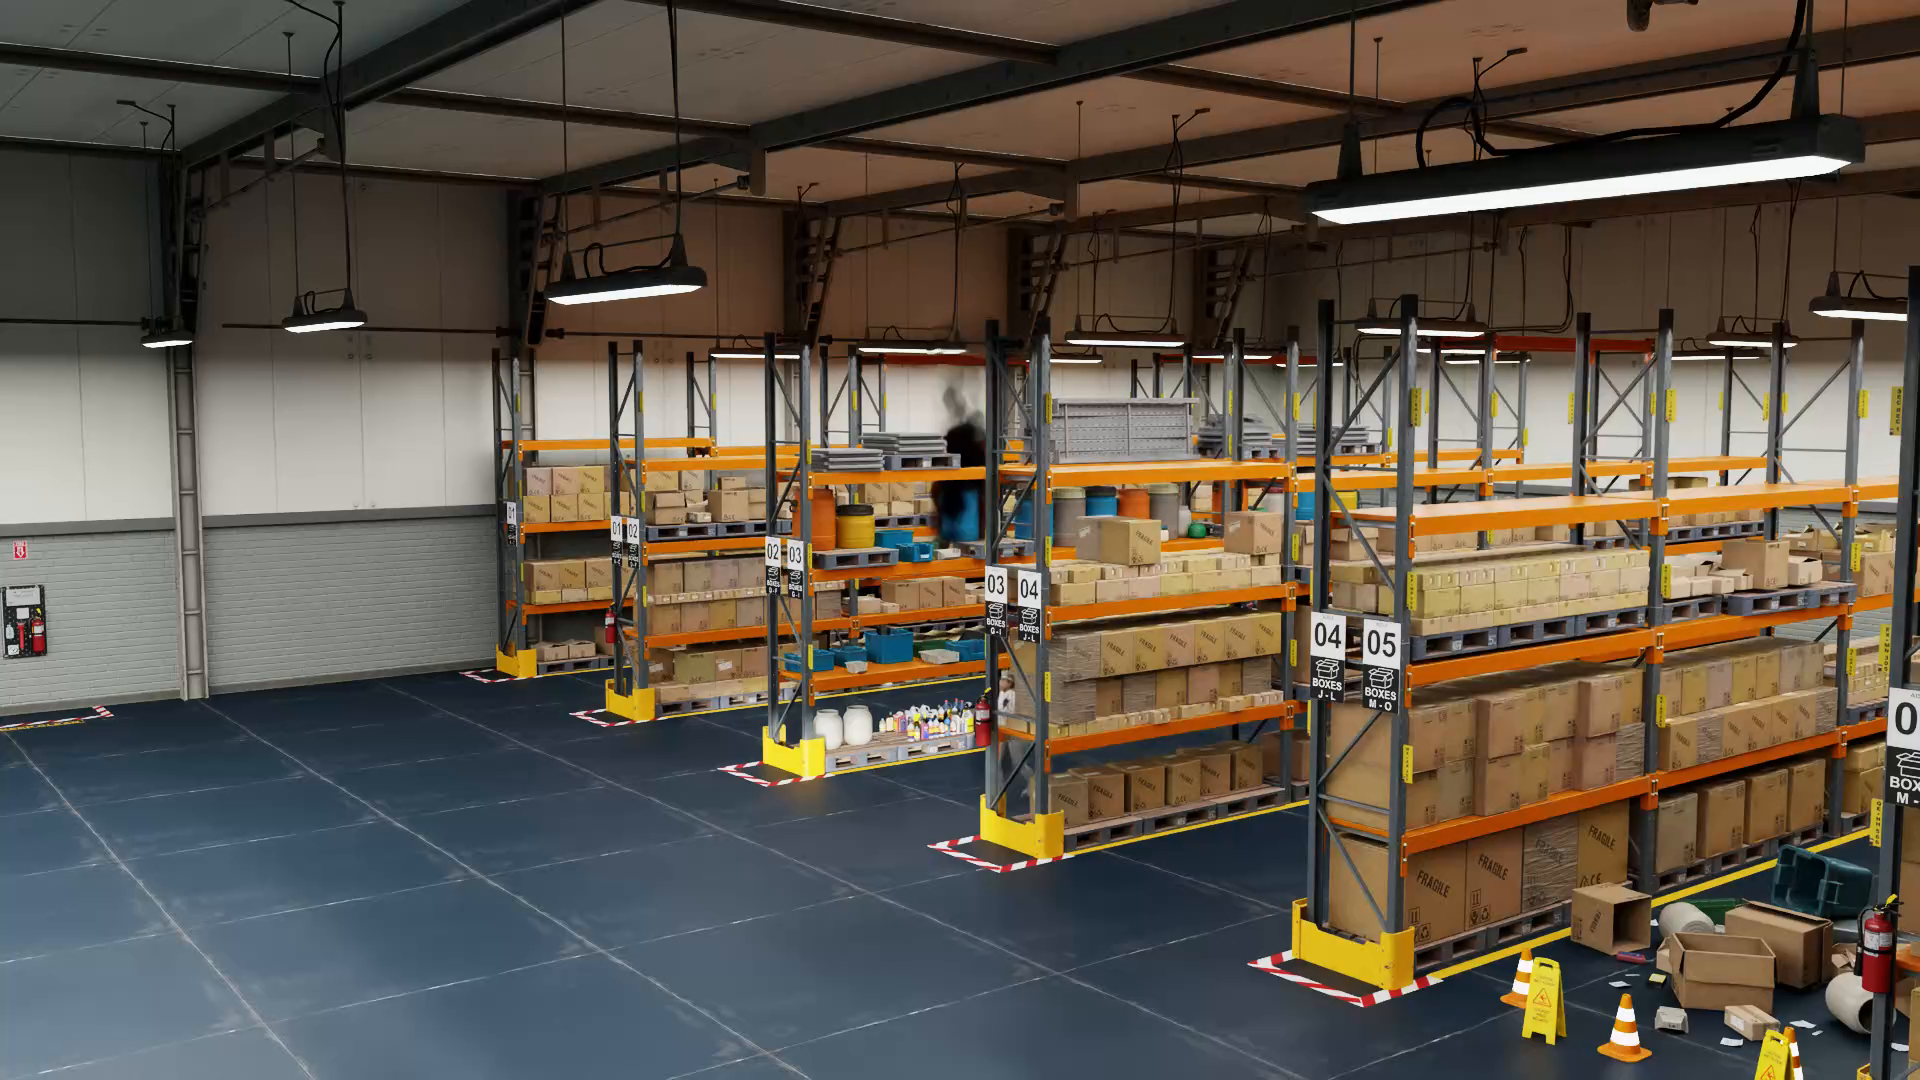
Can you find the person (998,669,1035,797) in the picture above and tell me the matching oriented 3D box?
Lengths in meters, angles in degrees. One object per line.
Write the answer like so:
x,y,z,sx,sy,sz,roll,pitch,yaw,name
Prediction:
0.672,2.485,20.920,0.751,1.745,0.605,-4,6,-37,person
